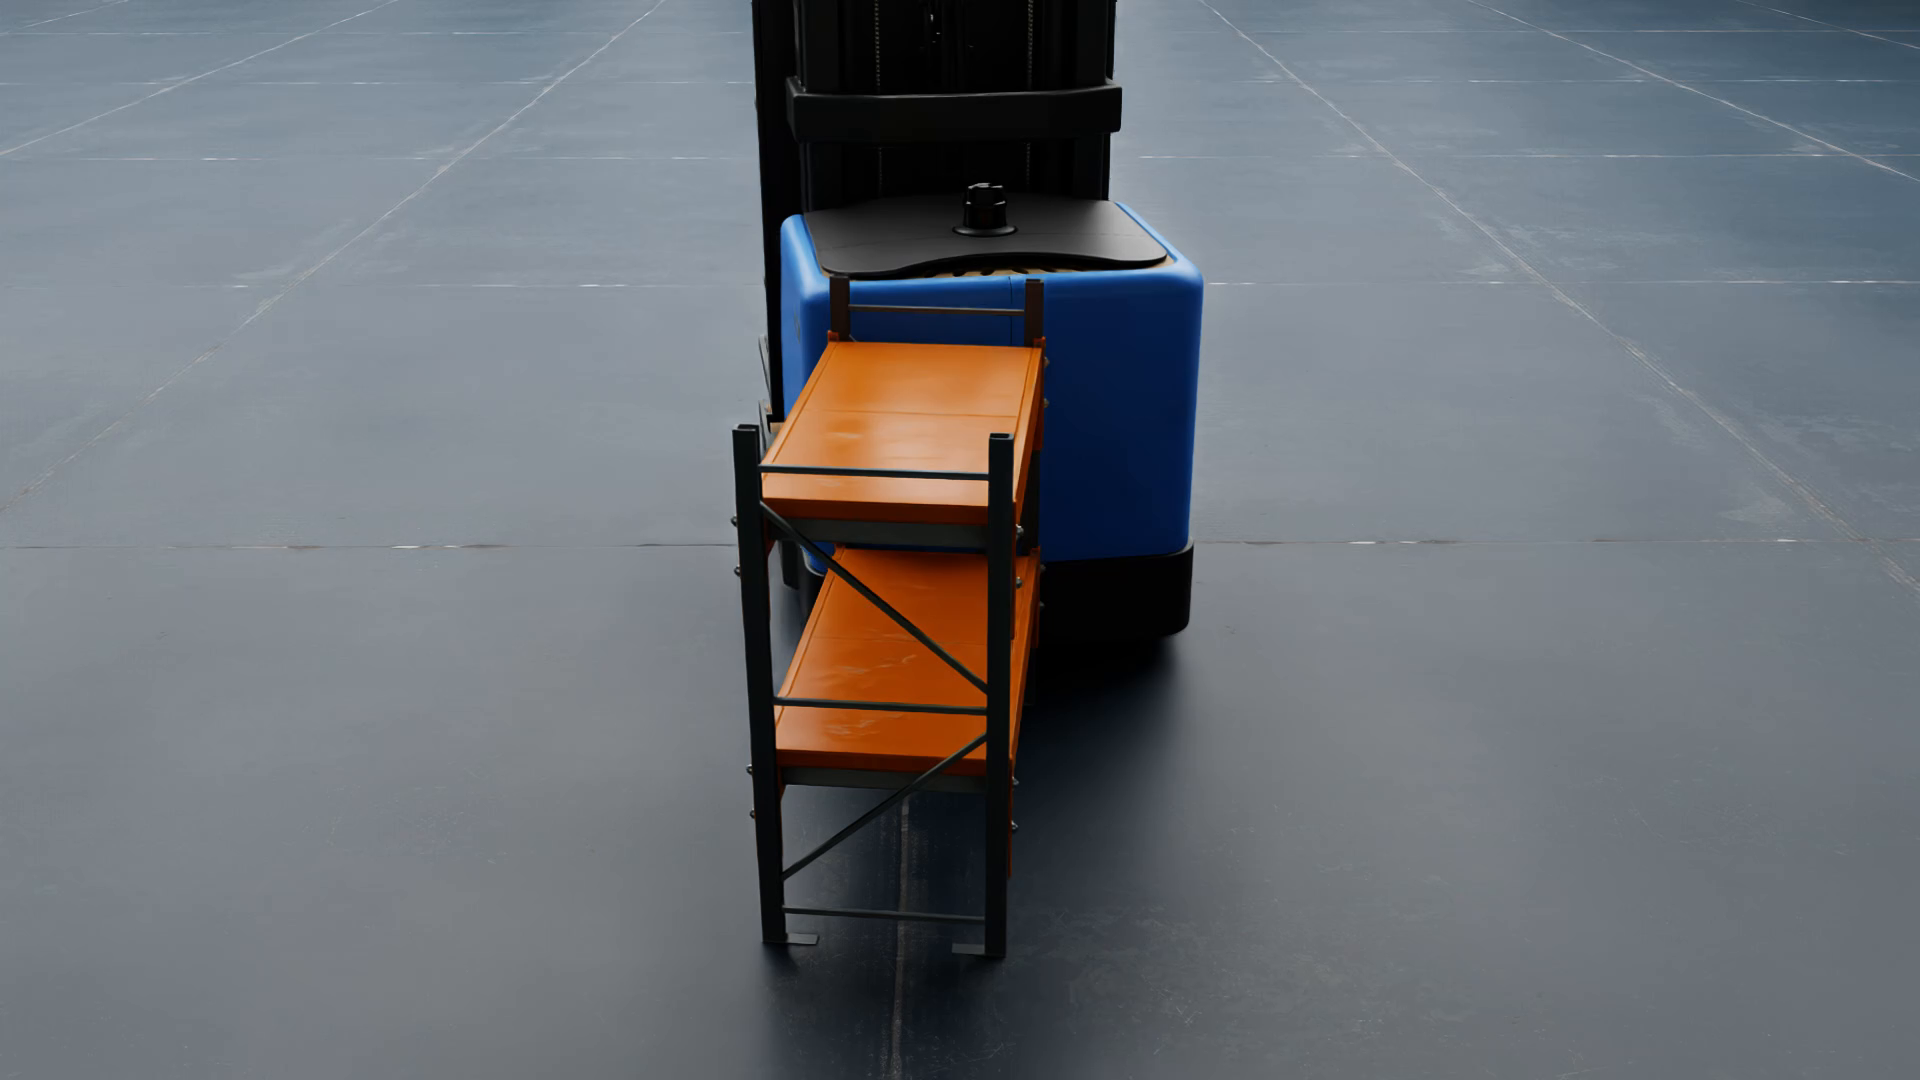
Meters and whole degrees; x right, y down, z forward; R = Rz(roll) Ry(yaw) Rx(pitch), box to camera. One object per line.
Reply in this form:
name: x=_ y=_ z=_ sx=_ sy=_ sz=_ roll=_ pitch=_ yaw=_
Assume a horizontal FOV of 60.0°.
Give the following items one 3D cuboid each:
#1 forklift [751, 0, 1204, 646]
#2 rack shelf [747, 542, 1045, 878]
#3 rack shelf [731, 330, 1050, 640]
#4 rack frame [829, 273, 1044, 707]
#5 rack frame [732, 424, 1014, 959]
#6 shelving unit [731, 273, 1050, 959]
forklift: x=-0.118 y=-1.596 z=5.221 sx=1.130 sy=2.935 sz=3.031 roll=-4 pitch=25 yaw=-9
rack shelf: x=-0.105 y=0.334 z=3.739 sx=0.538 sy=0.278 sz=1.000 roll=2 pitch=24 yaw=5
rack shelf: x=-0.105 y=-0.155 z=3.518 sx=0.538 sy=0.278 sz=1.000 roll=2 pitch=24 yaw=5
rack frame: x=-0.055 y=-0.097 z=4.099 sx=0.500 sy=1.125 sz=0.032 roll=2 pitch=24 yaw=5
rack frame: x=-0.155 y=0.320 z=3.177 sx=0.500 sy=1.125 sz=0.032 roll=2 pitch=24 yaw=5
shelving unit: x=-0.105 y=0.112 z=3.638 sx=0.538 sy=1.125 sz=1.048 roll=2 pitch=24 yaw=5
